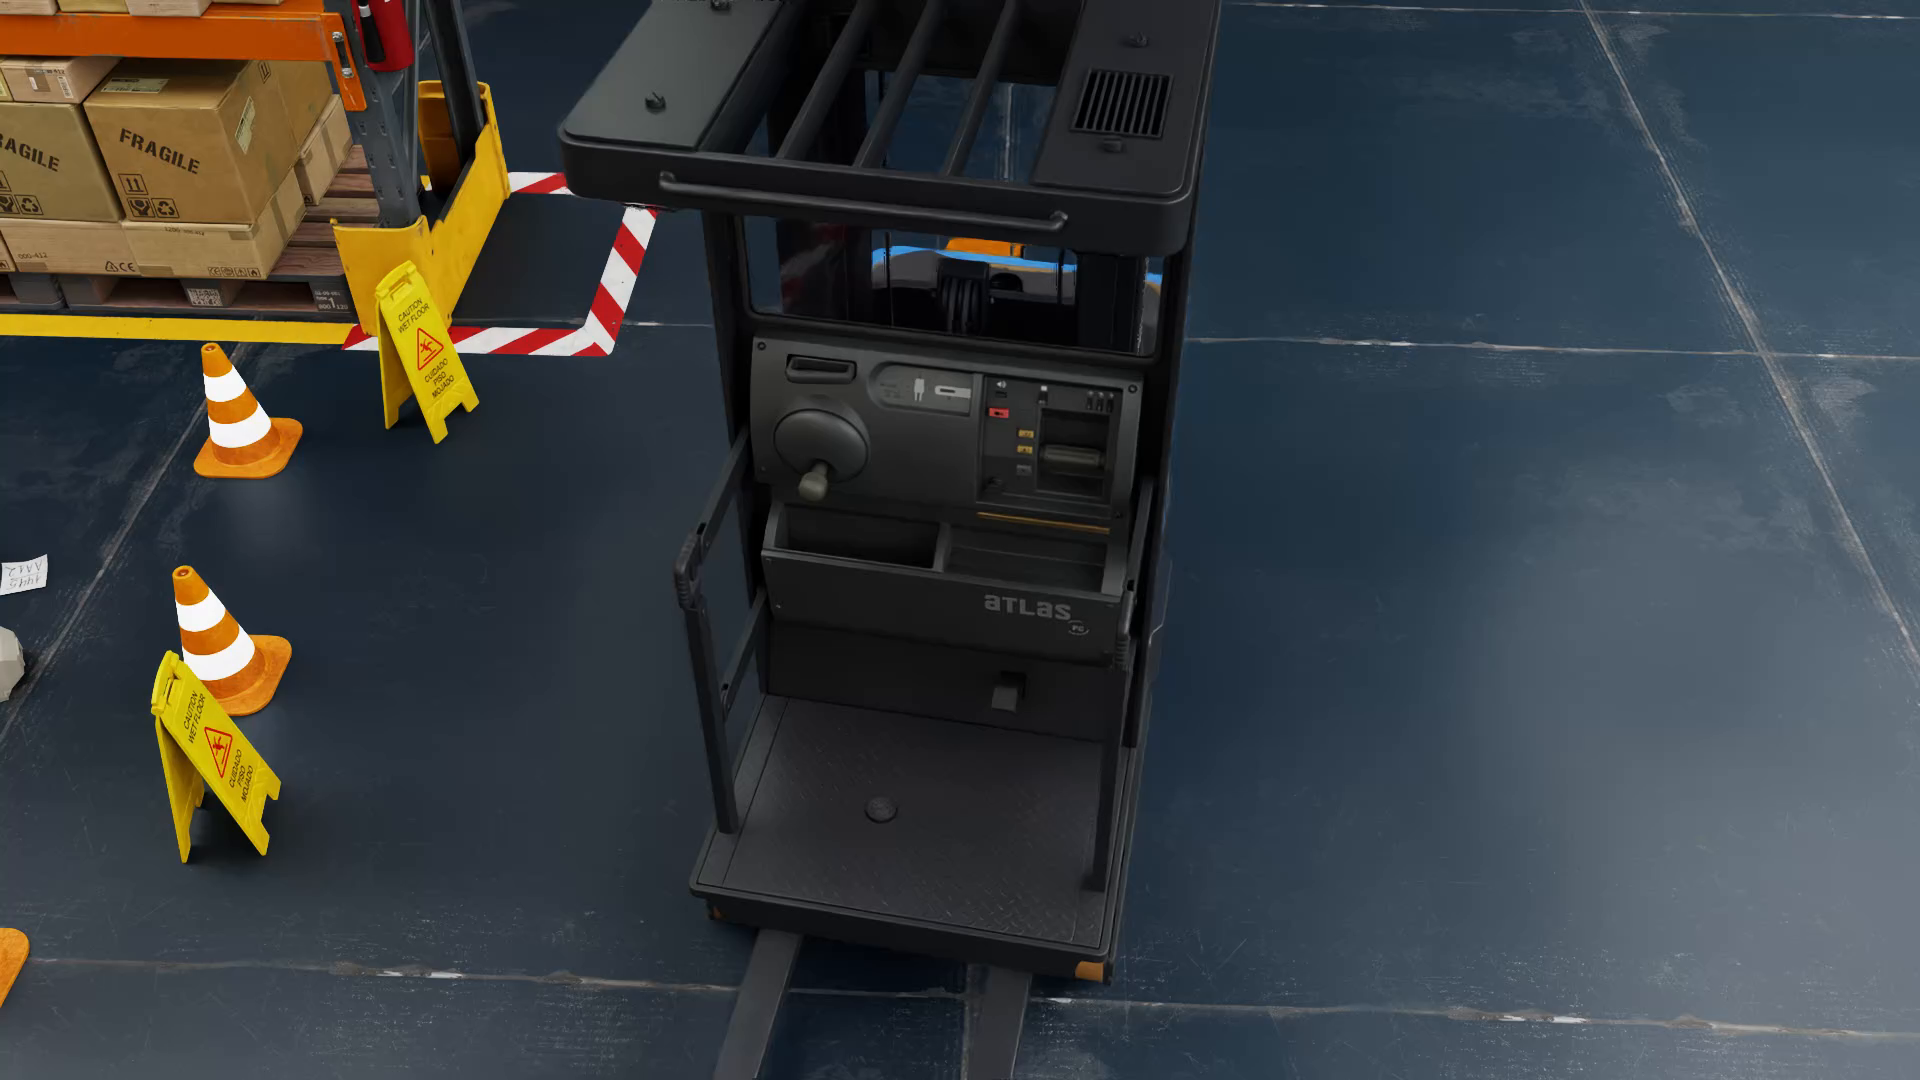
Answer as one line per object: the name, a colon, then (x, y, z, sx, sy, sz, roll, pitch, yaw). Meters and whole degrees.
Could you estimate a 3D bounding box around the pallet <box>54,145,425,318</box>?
pallet: (-3.008, -1.329, 7.021, 1.213, 0.211, 1.003, 2, 43, 2)

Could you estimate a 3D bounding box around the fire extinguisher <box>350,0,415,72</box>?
fire extinguisher: (-2.029, -1.952, 5.702, 0.183, 0.674, 0.296, 2, 43, 2)

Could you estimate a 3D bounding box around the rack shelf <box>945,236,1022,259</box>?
rack shelf: (0.068, -0.861, 5.493, 0.240, 0.259, 0.215, 10, 39, 11)

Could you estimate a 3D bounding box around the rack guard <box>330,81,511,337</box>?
rack guard: (-2.198, -1.385, 6.870, 0.348, 0.500, 1.175, 2, 43, 2)

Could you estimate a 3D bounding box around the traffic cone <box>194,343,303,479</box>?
traffic cone: (-2.610, -0.504, 5.952, 0.334, 0.463, 0.336, 2, 43, 2)

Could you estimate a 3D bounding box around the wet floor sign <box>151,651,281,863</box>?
wet floor sign: (-2.126, 0.590, 4.643, 0.232, 0.644, 0.267, -5, 43, -5)

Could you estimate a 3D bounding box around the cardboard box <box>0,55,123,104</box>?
cardboard box: (-3.304, -1.770, 6.132, 0.250, 0.149, 0.380, 3, 43, 3)

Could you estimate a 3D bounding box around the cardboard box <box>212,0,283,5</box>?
cardboard box: (-2.506, -2.072, 5.957, 0.250, 0.149, 0.380, 3, 43, 3)

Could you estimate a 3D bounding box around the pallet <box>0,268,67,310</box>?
pallet: (-4.224, -1.368, 7.064, 1.213, 0.211, 1.003, 2, 43, 2)

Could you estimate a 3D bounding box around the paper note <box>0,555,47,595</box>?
paper note: (-3.156, 0.115, 5.604, 0.142, 0.019, 0.148, -12, 44, -13)

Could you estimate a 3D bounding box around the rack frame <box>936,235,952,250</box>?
rack frame: (-0.057, -0.668, 5.684, 0.008, 1.050, 0.200, 10, 39, 11)

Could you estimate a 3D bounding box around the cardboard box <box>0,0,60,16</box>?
cardboard box: (-3.277, -2.014, 5.895, 0.250, 0.149, 0.380, 2, 43, 3)

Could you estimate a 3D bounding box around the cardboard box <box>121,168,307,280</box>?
cardboard box: (-2.966, -1.288, 6.641, 0.500, 0.250, 0.500, 2, 43, 2)

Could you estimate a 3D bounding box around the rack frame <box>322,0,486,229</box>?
rack frame: (-2.122, -2.298, 6.016, 0.127, 3.000, 1.000, 2, 43, 2)

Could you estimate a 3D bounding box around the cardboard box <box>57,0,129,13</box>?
cardboard box: (-3.019, -2.026, 5.909, 0.250, 0.149, 0.380, 1, 43, 1)

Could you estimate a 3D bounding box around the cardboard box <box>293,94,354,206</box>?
cardboard box: (-2.916, -1.658, 7.039, 0.500, 0.250, 0.500, 1, 43, 2)

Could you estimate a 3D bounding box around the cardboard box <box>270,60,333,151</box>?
cardboard box: (-2.939, -1.933, 6.783, 0.500, 0.500, 0.500, 0, 43, 0)

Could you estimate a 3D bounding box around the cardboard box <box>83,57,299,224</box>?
cardboard box: (-2.934, -1.567, 6.390, 0.500, 0.500, 0.500, 2, 43, 2)

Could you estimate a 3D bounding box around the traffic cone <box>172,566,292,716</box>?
traffic cone: (-2.320, 0.262, 5.129, 0.334, 0.463, 0.336, 2, 43, 2)

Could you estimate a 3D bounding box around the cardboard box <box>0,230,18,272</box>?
cardboard box: (-3.982, -1.320, 6.676, 0.500, 0.250, 0.500, 0, 43, 0)

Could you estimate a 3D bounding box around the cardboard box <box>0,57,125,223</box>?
cardboard box: (-3.456, -1.580, 6.405, 0.500, 0.500, 0.500, 3, 43, 3)

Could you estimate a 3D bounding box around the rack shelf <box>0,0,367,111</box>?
rack shelf: (-4.120, -2.096, 6.327, 4.000, 0.370, 1.077, 2, 43, 2)

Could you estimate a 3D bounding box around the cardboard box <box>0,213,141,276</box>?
cardboard box: (-3.459, -1.308, 6.663, 0.500, 0.250, 0.500, 2, 43, 2)

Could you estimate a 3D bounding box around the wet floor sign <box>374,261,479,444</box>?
wet floor sign: (-1.981, -0.702, 6.030, 0.232, 0.644, 0.267, 16, 45, 16)

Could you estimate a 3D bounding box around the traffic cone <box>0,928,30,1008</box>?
traffic cone: (-2.711, 1.021, 4.314, 0.334, 0.463, 0.336, 2, 43, 2)

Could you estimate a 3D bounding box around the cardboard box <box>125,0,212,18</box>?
cardboard box: (-2.764, -2.004, 5.885, 0.250, 0.149, 0.380, 1, 43, 1)

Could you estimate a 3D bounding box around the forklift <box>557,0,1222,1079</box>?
forklift: (-0.079, -0.167, 3.779, 1.130, 2.935, 3.031, 7, 43, 8)

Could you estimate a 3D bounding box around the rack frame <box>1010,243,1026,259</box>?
rack frame: (0.179, -0.625, 5.639, 0.008, 1.050, 0.200, 10, 39, 11)

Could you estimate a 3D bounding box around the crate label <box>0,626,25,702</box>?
crate label: (-3.108, 0.399, 5.221, 0.298, 0.136, 0.250, -19, 46, -20)

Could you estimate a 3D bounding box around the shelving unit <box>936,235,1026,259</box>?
shelving unit: (0.061, -0.646, 5.661, 0.252, 1.050, 0.215, 10, 39, 11)

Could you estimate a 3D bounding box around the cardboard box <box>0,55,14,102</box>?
cardboard box: (-3.555, -1.779, 6.143, 0.250, 0.149, 0.380, 2, 43, 3)
